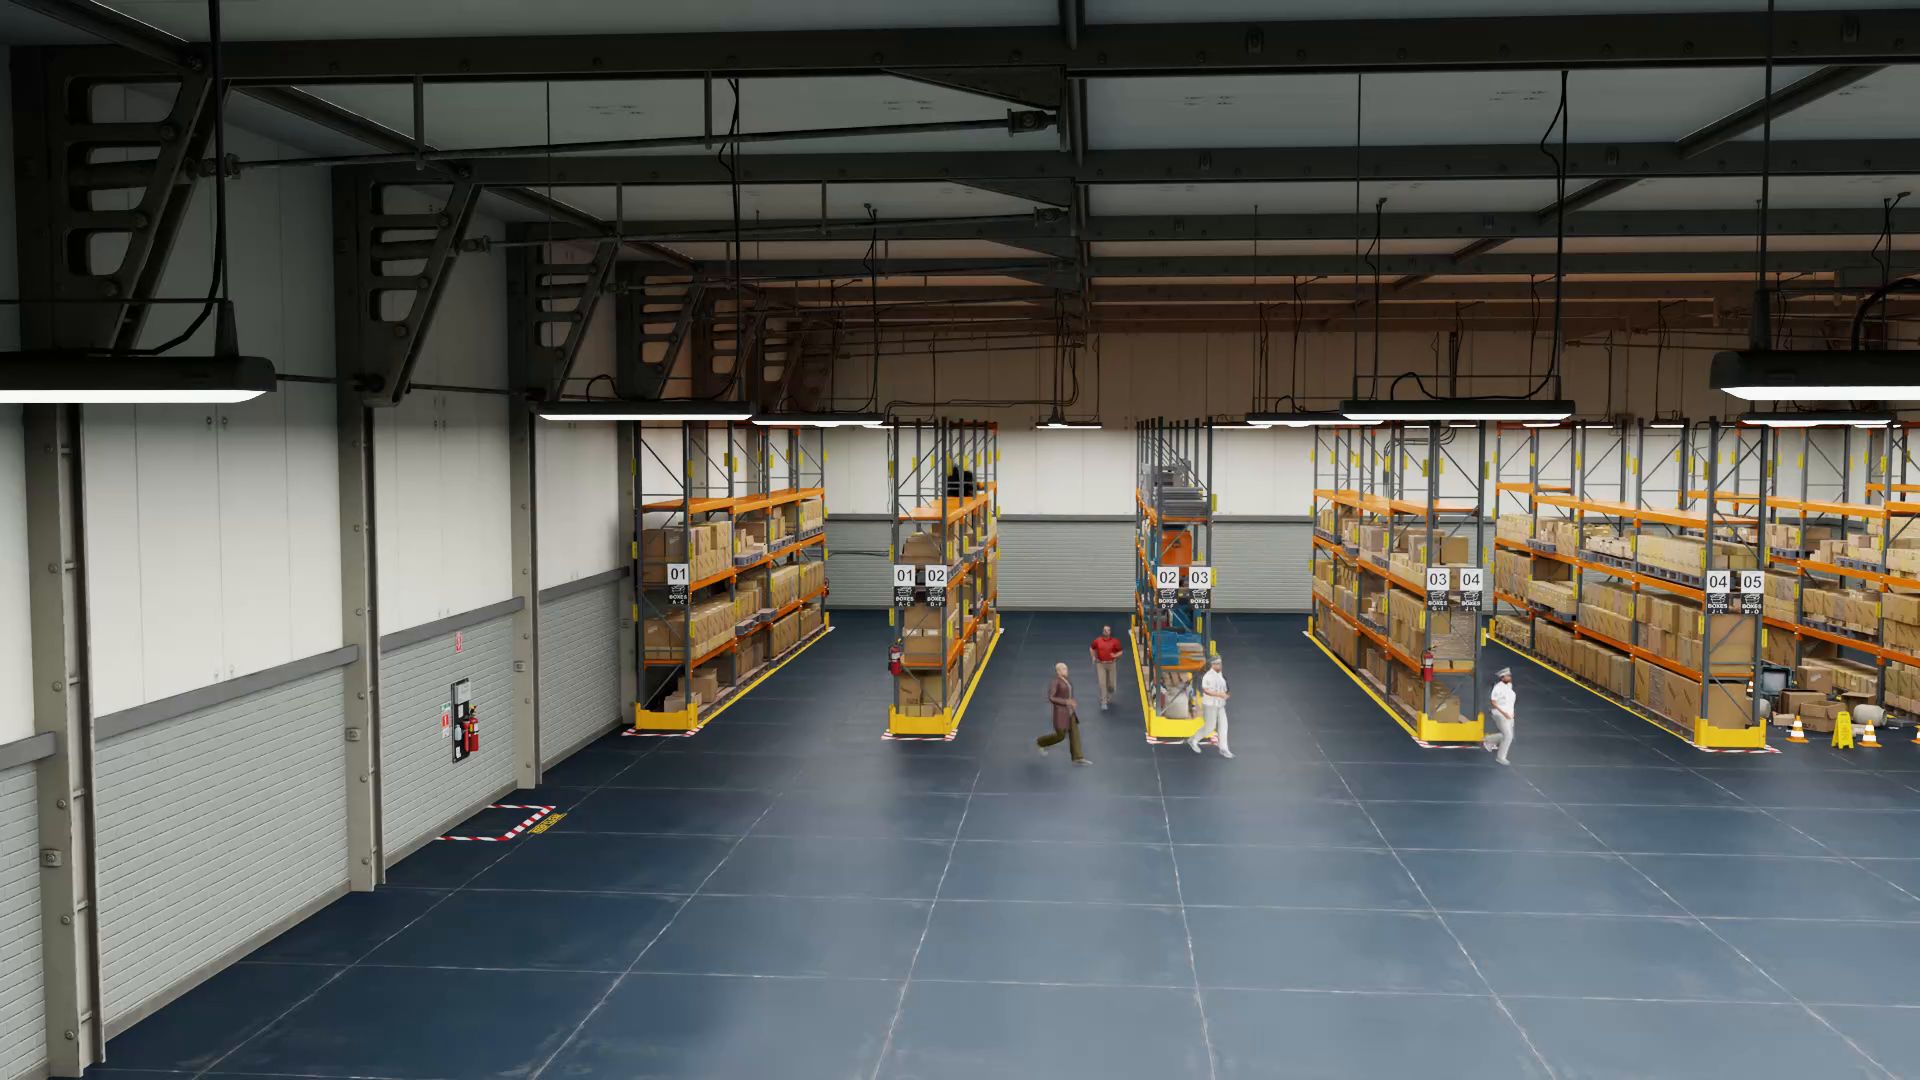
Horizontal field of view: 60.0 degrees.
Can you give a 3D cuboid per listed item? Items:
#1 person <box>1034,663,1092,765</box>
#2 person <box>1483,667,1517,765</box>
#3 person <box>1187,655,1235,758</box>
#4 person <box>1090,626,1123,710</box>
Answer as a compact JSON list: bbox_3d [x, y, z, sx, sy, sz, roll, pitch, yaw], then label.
[{"bbox_3d":[1.781,2.973,28.522,1.079,1.742,0.724,2,4,33],"label":"person"},{"bbox_3d":[9.337,3.023,28.797,0.592,1.686,0.625,-3,5,-41],"label":"person"},{"bbox_3d":[4.459,2.923,29.360,0.870,1.808,0.686,3,5,35],"label":"person"},{"bbox_3d":[3.027,2.619,34.435,0.676,1.696,0.907,0,4,3],"label":"person"}]
